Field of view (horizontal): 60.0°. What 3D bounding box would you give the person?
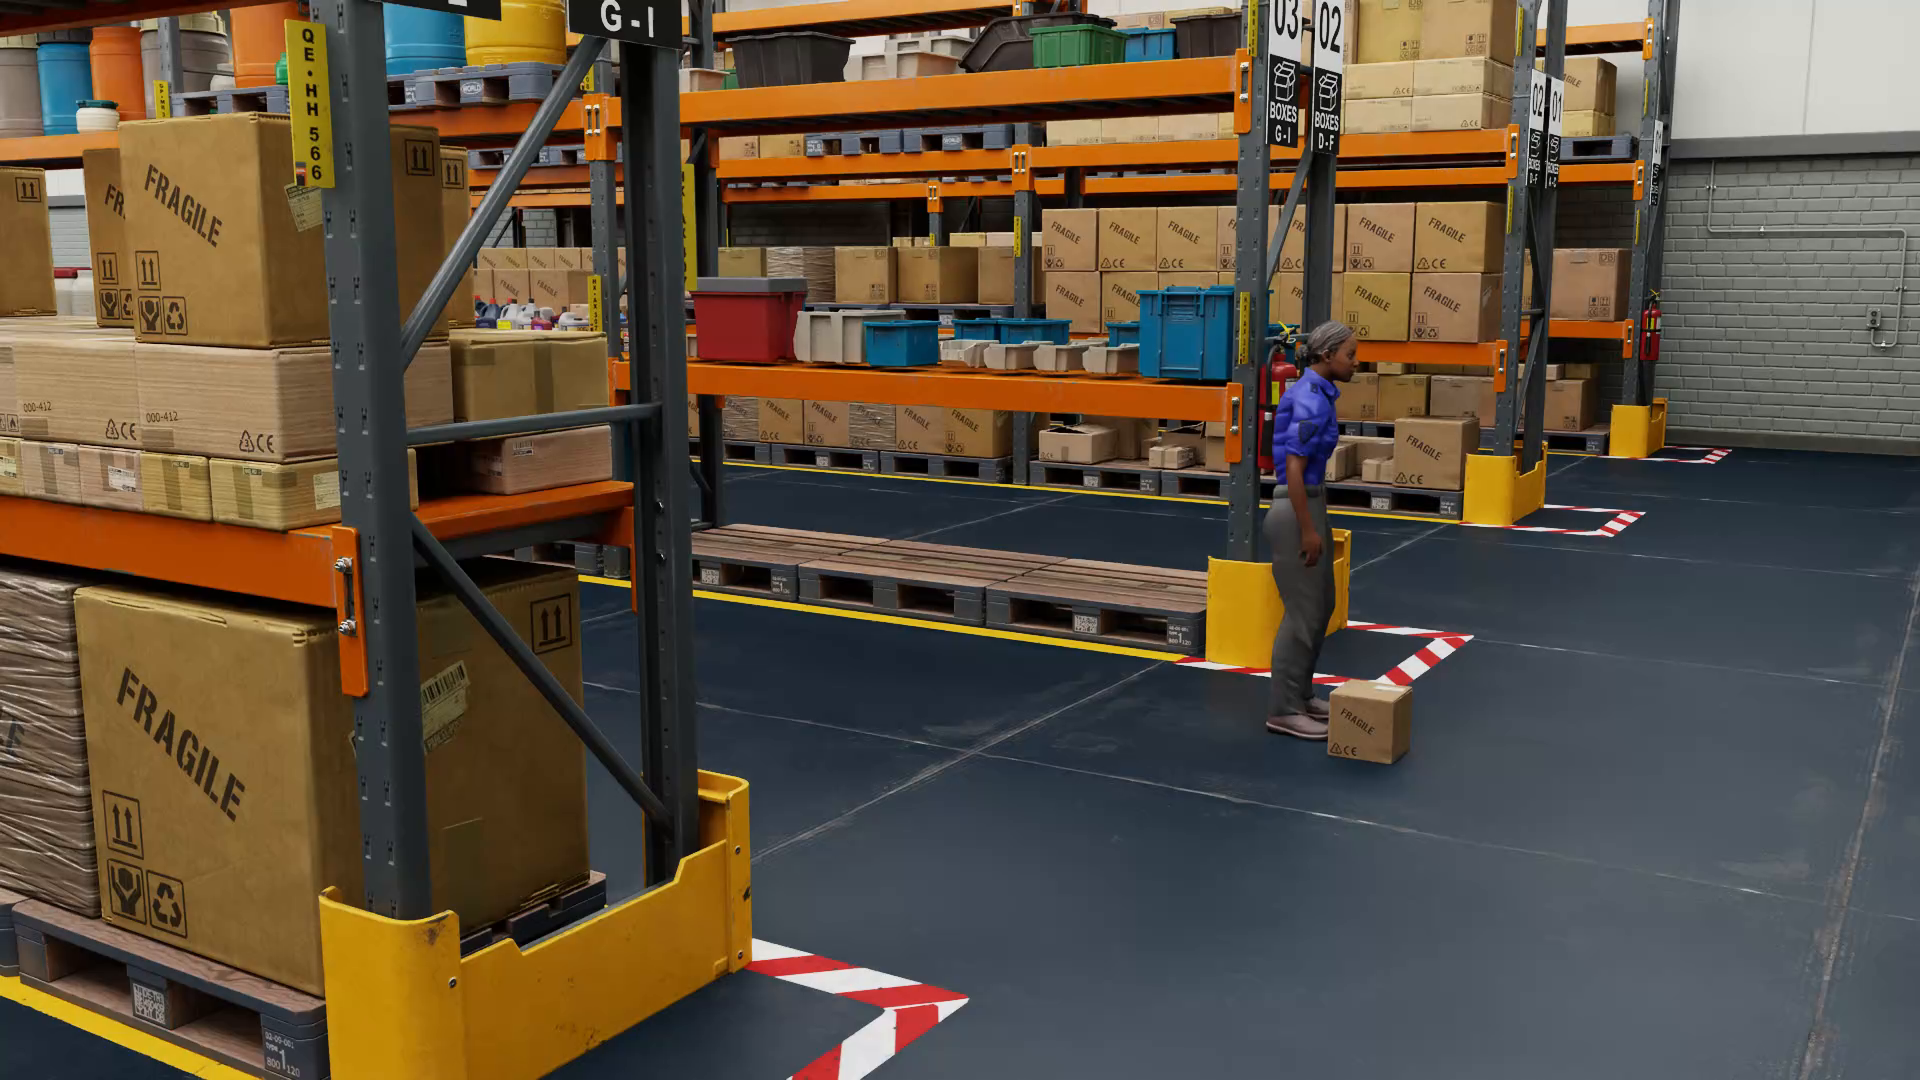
[{"bbox_3d":[1.414,-0.059,6.750,0.349,1.655,0.533,3,10,18],"label":"person"}]
